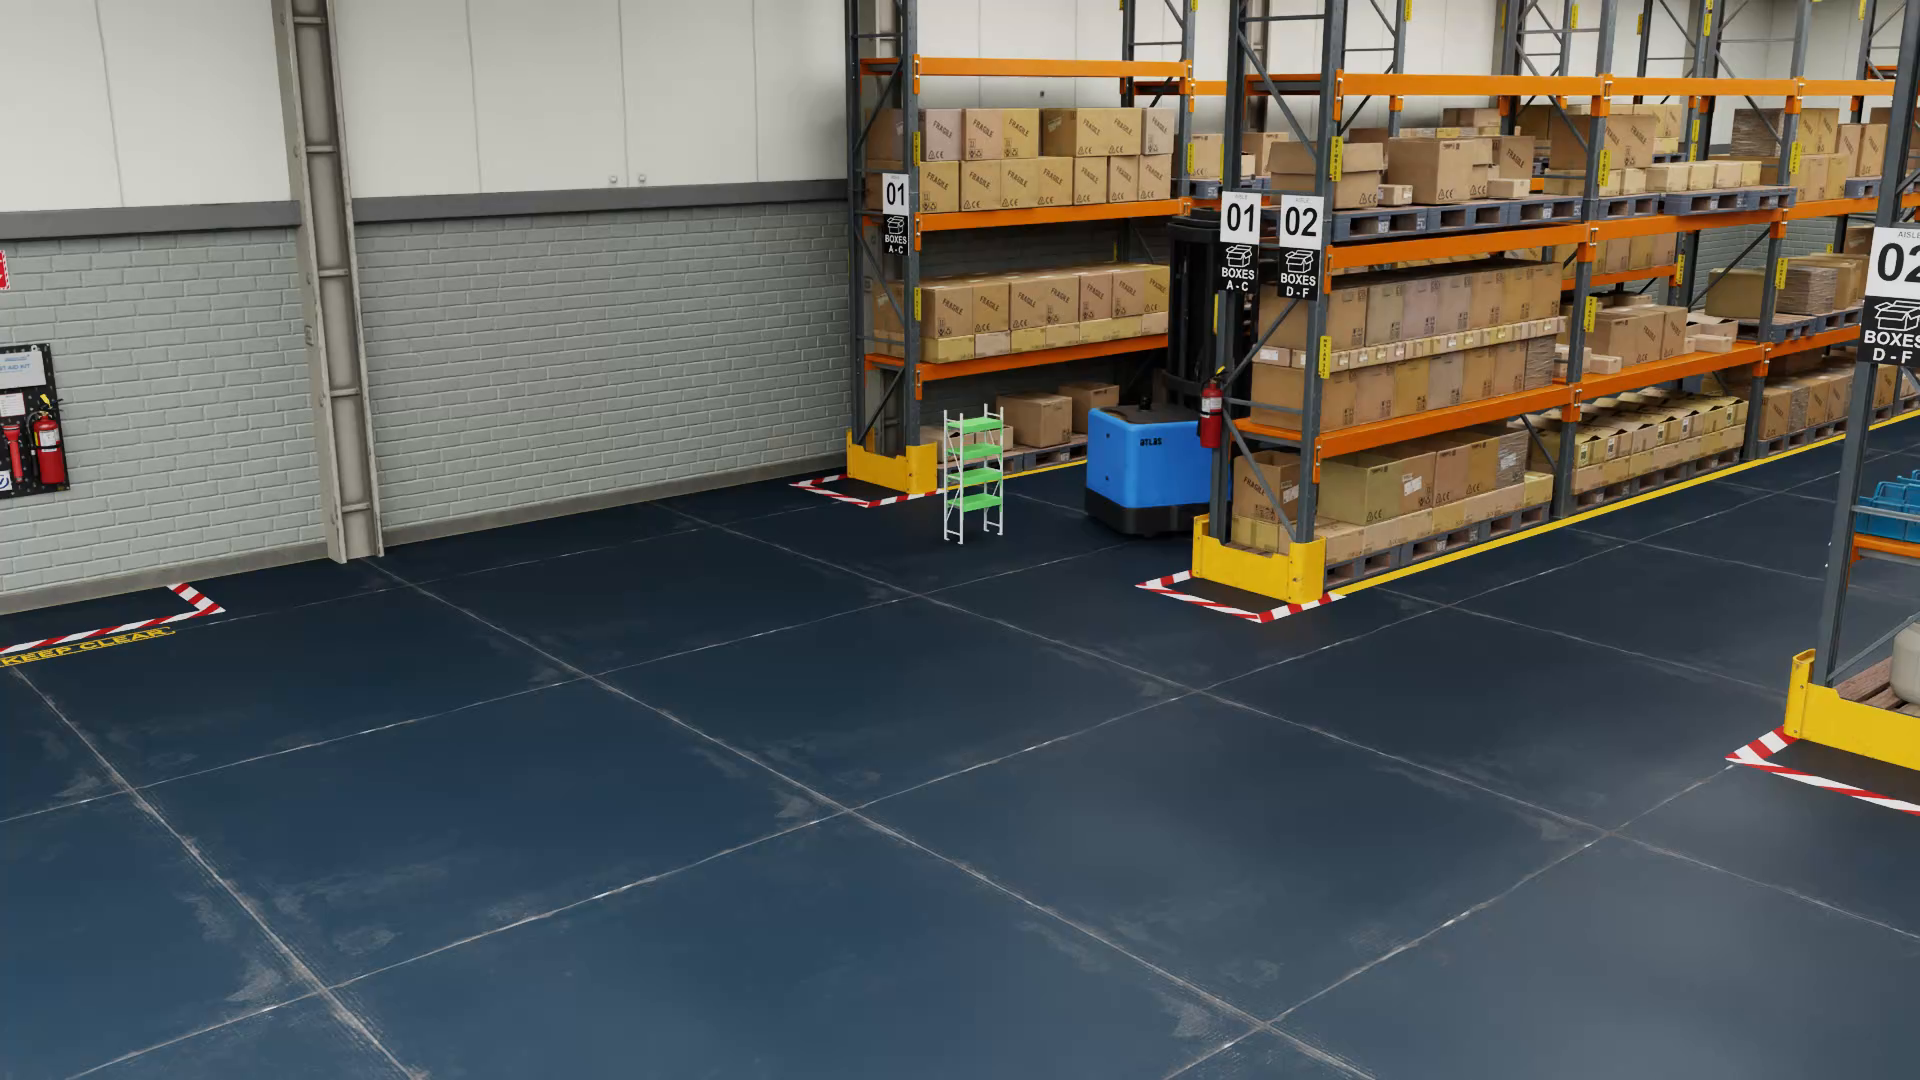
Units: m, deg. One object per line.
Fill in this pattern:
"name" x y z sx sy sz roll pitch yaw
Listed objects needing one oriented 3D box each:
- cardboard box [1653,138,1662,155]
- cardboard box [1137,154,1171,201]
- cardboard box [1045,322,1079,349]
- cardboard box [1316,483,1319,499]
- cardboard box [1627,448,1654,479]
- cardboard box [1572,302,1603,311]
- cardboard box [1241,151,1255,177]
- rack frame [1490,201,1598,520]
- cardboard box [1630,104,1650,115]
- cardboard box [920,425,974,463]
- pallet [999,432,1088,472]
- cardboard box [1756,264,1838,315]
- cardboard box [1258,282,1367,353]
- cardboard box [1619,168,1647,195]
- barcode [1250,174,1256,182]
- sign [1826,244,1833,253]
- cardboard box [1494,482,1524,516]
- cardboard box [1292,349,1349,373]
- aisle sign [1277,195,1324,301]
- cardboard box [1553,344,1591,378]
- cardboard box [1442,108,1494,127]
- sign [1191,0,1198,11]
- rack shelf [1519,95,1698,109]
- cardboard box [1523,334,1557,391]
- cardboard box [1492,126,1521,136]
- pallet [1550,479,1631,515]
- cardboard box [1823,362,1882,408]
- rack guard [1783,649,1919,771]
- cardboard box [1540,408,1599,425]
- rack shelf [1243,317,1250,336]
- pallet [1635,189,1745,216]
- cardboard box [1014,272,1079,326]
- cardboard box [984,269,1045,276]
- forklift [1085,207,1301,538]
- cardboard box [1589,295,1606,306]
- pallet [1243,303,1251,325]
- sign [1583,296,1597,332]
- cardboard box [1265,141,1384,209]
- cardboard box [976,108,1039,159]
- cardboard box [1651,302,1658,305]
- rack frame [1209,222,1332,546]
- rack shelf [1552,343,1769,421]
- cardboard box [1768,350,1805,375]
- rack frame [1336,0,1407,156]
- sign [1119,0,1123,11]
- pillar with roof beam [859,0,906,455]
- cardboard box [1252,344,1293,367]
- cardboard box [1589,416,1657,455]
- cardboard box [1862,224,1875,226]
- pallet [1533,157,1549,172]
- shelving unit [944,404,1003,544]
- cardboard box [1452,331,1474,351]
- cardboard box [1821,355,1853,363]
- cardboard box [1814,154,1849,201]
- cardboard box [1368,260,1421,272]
"cardboard box" 10.521 -6.111 25.785 0.500 0.250 0.500 -14 20 -41
"cardboard box" 2.018 -4.087 18.694 0.500 0.500 0.500 -12 19 -38
"cardboard box" 0.951 -2.256 18.134 0.500 0.250 0.500 -12 19 -39
"cardboard box" 3.430 -0.631 14.859 0.500 0.500 0.500 -13 19 -39
"cardboard box" 6.735 -0.820 17.020 0.500 0.250 0.500 -13 20 -41
"cardboard box" 9.677 -3.596 25.672 0.250 0.149 0.380 -13 20 -41
"cardboard box" 3.168 -4.505 19.848 0.500 0.311 0.500 -12 19 -38
"rack frame" 5.493 -1.750 15.990 0.127 3.000 1.000 -13 19 -39
"cardboard box" 10.145 -6.387 25.368 0.500 0.500 0.500 -14 20 -42
"cardboard box" -0.198 -1.050 17.725 0.500 0.311 0.500 13 20 41
"pallet" 0.834 -1.039 18.729 1.213 0.211 1.003 -13 19 -39
"cardboard box" 9.727 -2.926 19.383 0.500 0.500 0.700 -9 17 -29
"cardboard box" 2.876 -1.833 13.594 0.500 0.500 0.700 -13 19 -39
"cardboard box" 6.377 -3.526 16.303 0.500 0.250 0.500 14 20 42
"barcode" 2.387 -2.947 13.535 0.075 0.075 0.001 -13 19 -39
"sign" 11.166 -3.628 21.343 0.005 0.325 0.100 -13 19 -39
"cardboard box" 4.903 -0.421 15.528 0.500 0.250 0.500 -13 19 -39
"cardboard box" 2.913 -1.459 13.449 0.250 0.149 0.380 -13 20 -40
"aisle sign" 2.627 -2.258 12.853 0.004 0.787 0.394 -13 19 -39
"cardboard box" 5.836 -1.770 16.354 0.500 0.250 0.500 -11 19 -36
"cardboard box" 7.117 -5.922 23.295 0.500 0.250 0.500 -13 20 -41
"sign" 2.581 -5.993 18.286 0.005 0.325 0.100 -13 19 -39
"rack shelf" 9.782 -6.766 25.311 4.000 0.370 1.077 -13 19 -39
"cardboard box" 5.163 -1.722 15.692 0.500 0.500 0.700 -13 20 -41
"cardboard box" 7.538 -5.652 23.737 0.500 0.500 0.700 -14 20 -42
"pallet" 6.023 -0.536 16.846 1.213 0.211 1.003 -13 19 -39
"cardboard box" 10.966 -1.889 20.501 0.500 0.500 0.500 -13 19 -39
"rack guard" 5.751 1.078 10.246 0.348 0.500 1.175 -13 19 -39
"cardboard box" 6.377 -1.194 17.334 0.500 0.311 0.500 -13 20 -40
"rack shelf" 3.747 -2.705 20.960 4.000 0.370 1.077 -13 19 -39
"pallet" 7.216 -3.464 16.958 1.213 0.211 1.003 -12 19 -37
"cardboard box" 0.933 -2.616 18.031 0.500 0.500 0.500 -12 19 -38
"cardboard box" 0.590 -2.714 18.398 0.500 0.500 0.500 -12 19 -39
"forklift" 2.776 -1.645 15.729 3.031 2.935 1.130 -5 16 -18
"cardboard box" 10.030 -3.806 26.460 0.250 0.149 0.380 -12 19 -39
"pallet" 2.911 -2.723 20.002 1.213 0.211 1.003 -13 19 -39
"sign" 5.859 -2.099 15.465 0.005 0.325 0.100 -13 19 -39
"cardboard box" 2.912 -2.939 13.342 0.637 0.503 0.797 -11 18 -36
"cardboard box" 0.462 -4.209 17.212 0.500 0.500 0.500 -12 19 -38
"cardboard box" 10.829 -3.604 26.961 0.500 0.500 0.700 -13 19 -39
"rack frame" 2.476 -1.073 13.454 0.127 3.000 1.000 -13 19 -39
"rack shelf" 7.002 -1.742 17.352 4.000 0.370 1.077 -13 19 -39
"cardboard box" 9.871 -2.184 20.151 0.500 0.250 0.500 -13 20 -40
"rack frame" 5.256 -6.290 21.361 0.127 3.000 1.000 -13 19 -39
"sign" 1.870 -6.247 19.084 0.005 0.325 0.100 -13 19 -39
"pillar with roof beam" 2.007 -4.384 14.224 0.400 9.000 9.100 -13 19 -39
"cardboard box" 2.639 -1.536 13.738 0.250 0.149 0.380 -13 20 -40
"cardboard box" 6.739 -1.089 16.942 0.500 0.311 0.500 -14 20 -41
"cardboard box" 12.124 -3.860 21.758 0.500 0.500 0.500 -13 20 -40
"pallet" 8.898 -5.612 24.808 1.213 0.211 1.003 -13 19 -39
"shelving unit" 0.125 -0.608 15.200 0.503 1.200 0.258 -13 19 -39
"cardboard box" 4.271 -1.764 14.590 0.250 0.149 0.380 -12 19 -38
"cardboard box" 11.003 -2.076 21.201 0.500 0.500 0.500 -14 20 -42
"cardboard box" 9.595 -4.180 19.082 0.500 0.500 0.910 -13 19 -39
"cardboard box" 5.790 -3.626 22.203 0.500 0.500 0.500 -12 19 -38
